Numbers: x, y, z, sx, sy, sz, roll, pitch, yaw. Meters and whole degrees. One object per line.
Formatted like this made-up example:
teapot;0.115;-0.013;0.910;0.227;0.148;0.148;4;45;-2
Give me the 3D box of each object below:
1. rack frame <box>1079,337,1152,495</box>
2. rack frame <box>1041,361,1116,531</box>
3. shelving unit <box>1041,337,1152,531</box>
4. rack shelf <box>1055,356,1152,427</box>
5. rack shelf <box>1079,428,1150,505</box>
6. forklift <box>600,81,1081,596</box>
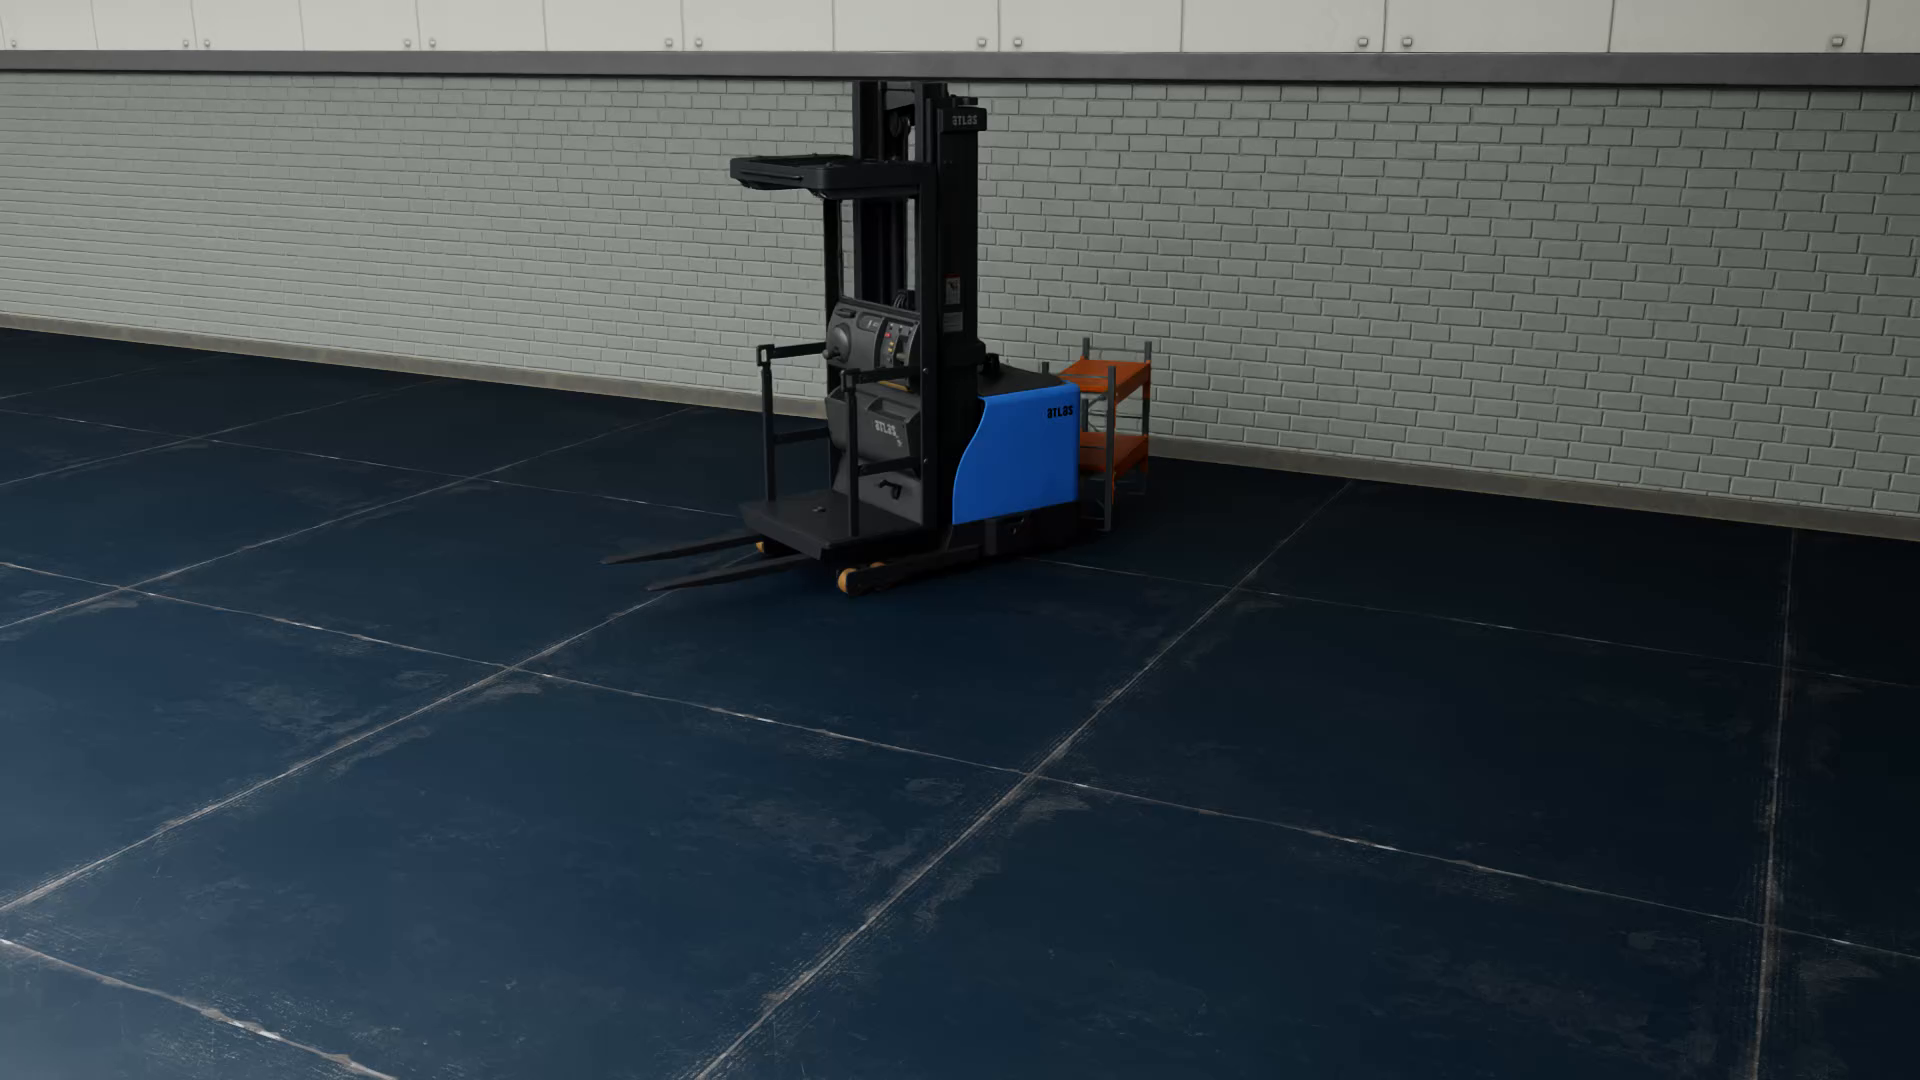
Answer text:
rack frame;1.124;-0.897;12.069;0.500;1.125;0.032;6;17;19
rack frame;0.783;-0.624;11.151;0.500;1.125;0.032;6;17;19
shelving unit;0.953;-0.761;11.610;0.538;1.125;1.048;6;17;19
rack shelf;0.953;-1.041;11.526;0.538;0.278;1.000;6;17;19
rack shelf;0.953;-0.526;11.679;0.538;0.278;1.000;6;17;19
forklift;-0.704;-1.242;10.059;3.031;2.935;1.130;-12;20;-34
